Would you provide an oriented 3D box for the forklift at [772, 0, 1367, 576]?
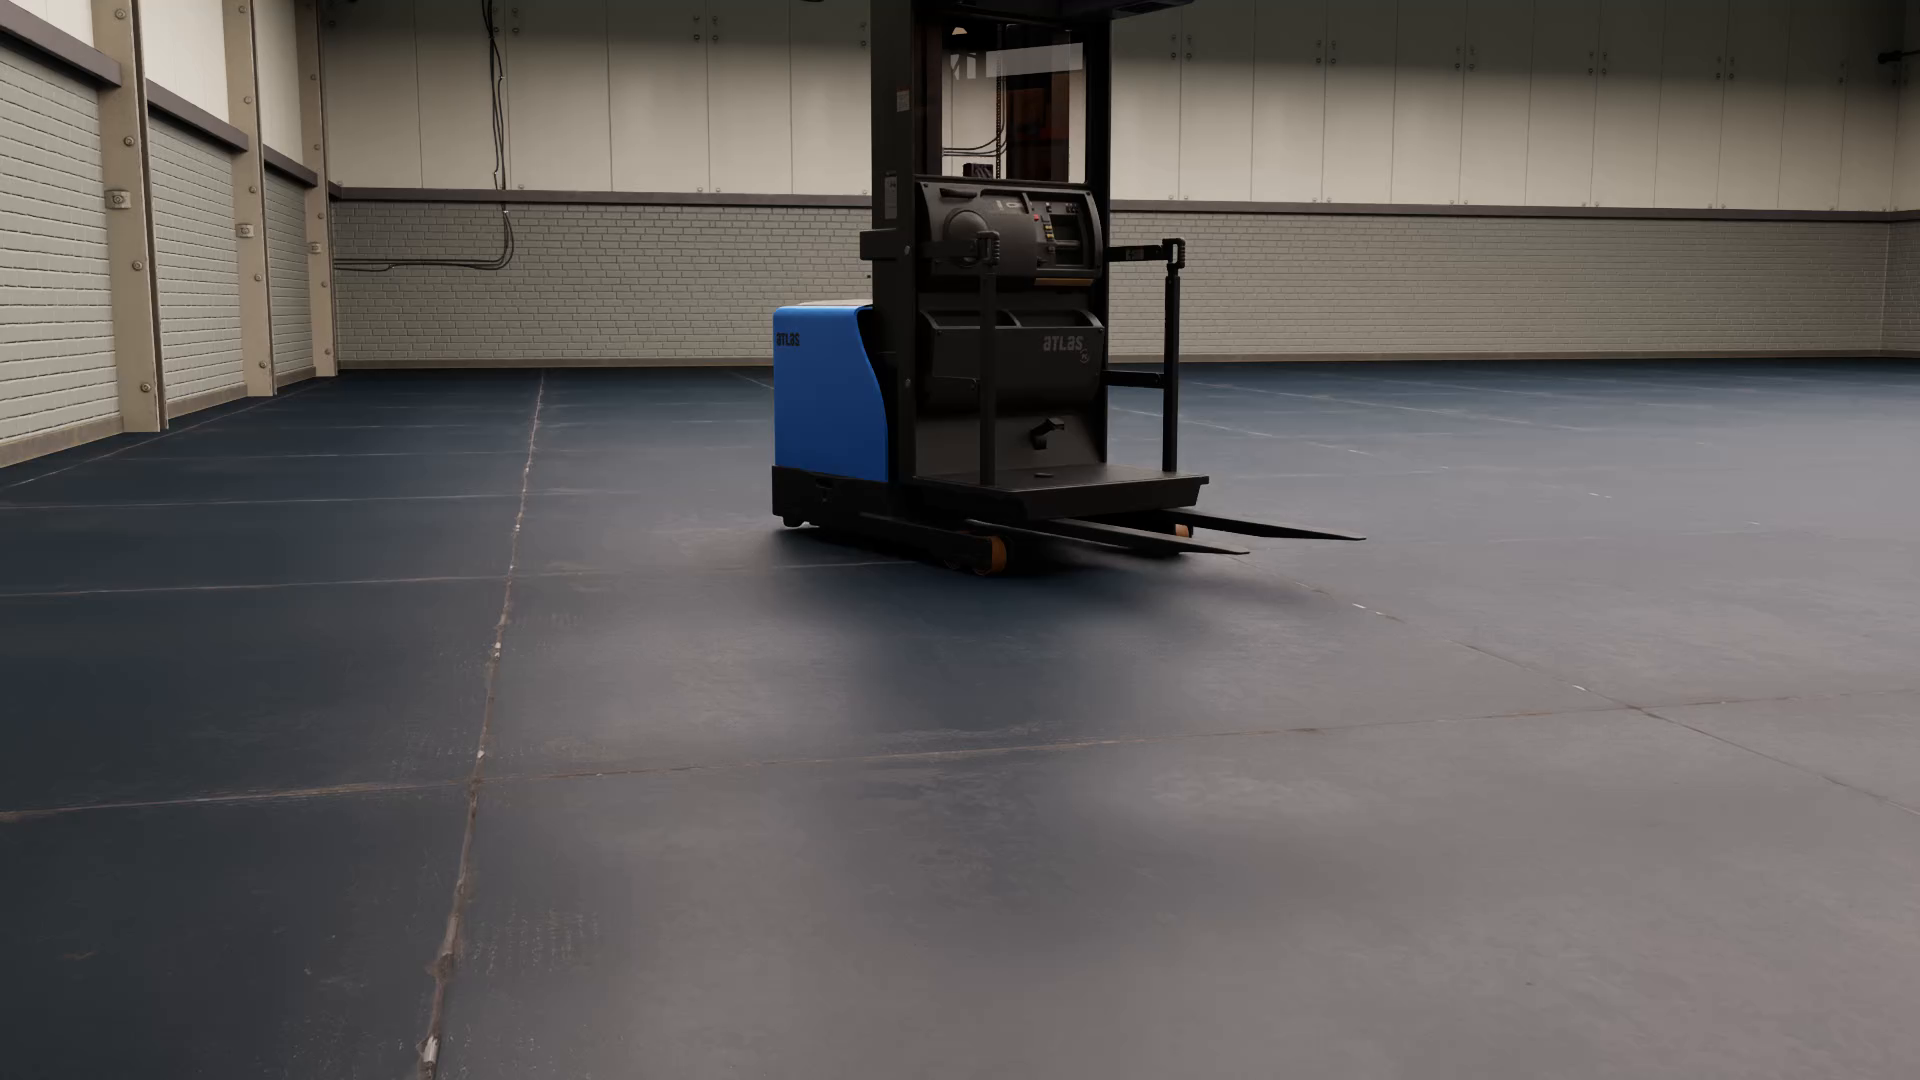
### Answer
[{"bbox_3d":[0.355,-1.383,7.015,1.130,2.935,3.031,-6,10,-35],"label":"forklift"}]
